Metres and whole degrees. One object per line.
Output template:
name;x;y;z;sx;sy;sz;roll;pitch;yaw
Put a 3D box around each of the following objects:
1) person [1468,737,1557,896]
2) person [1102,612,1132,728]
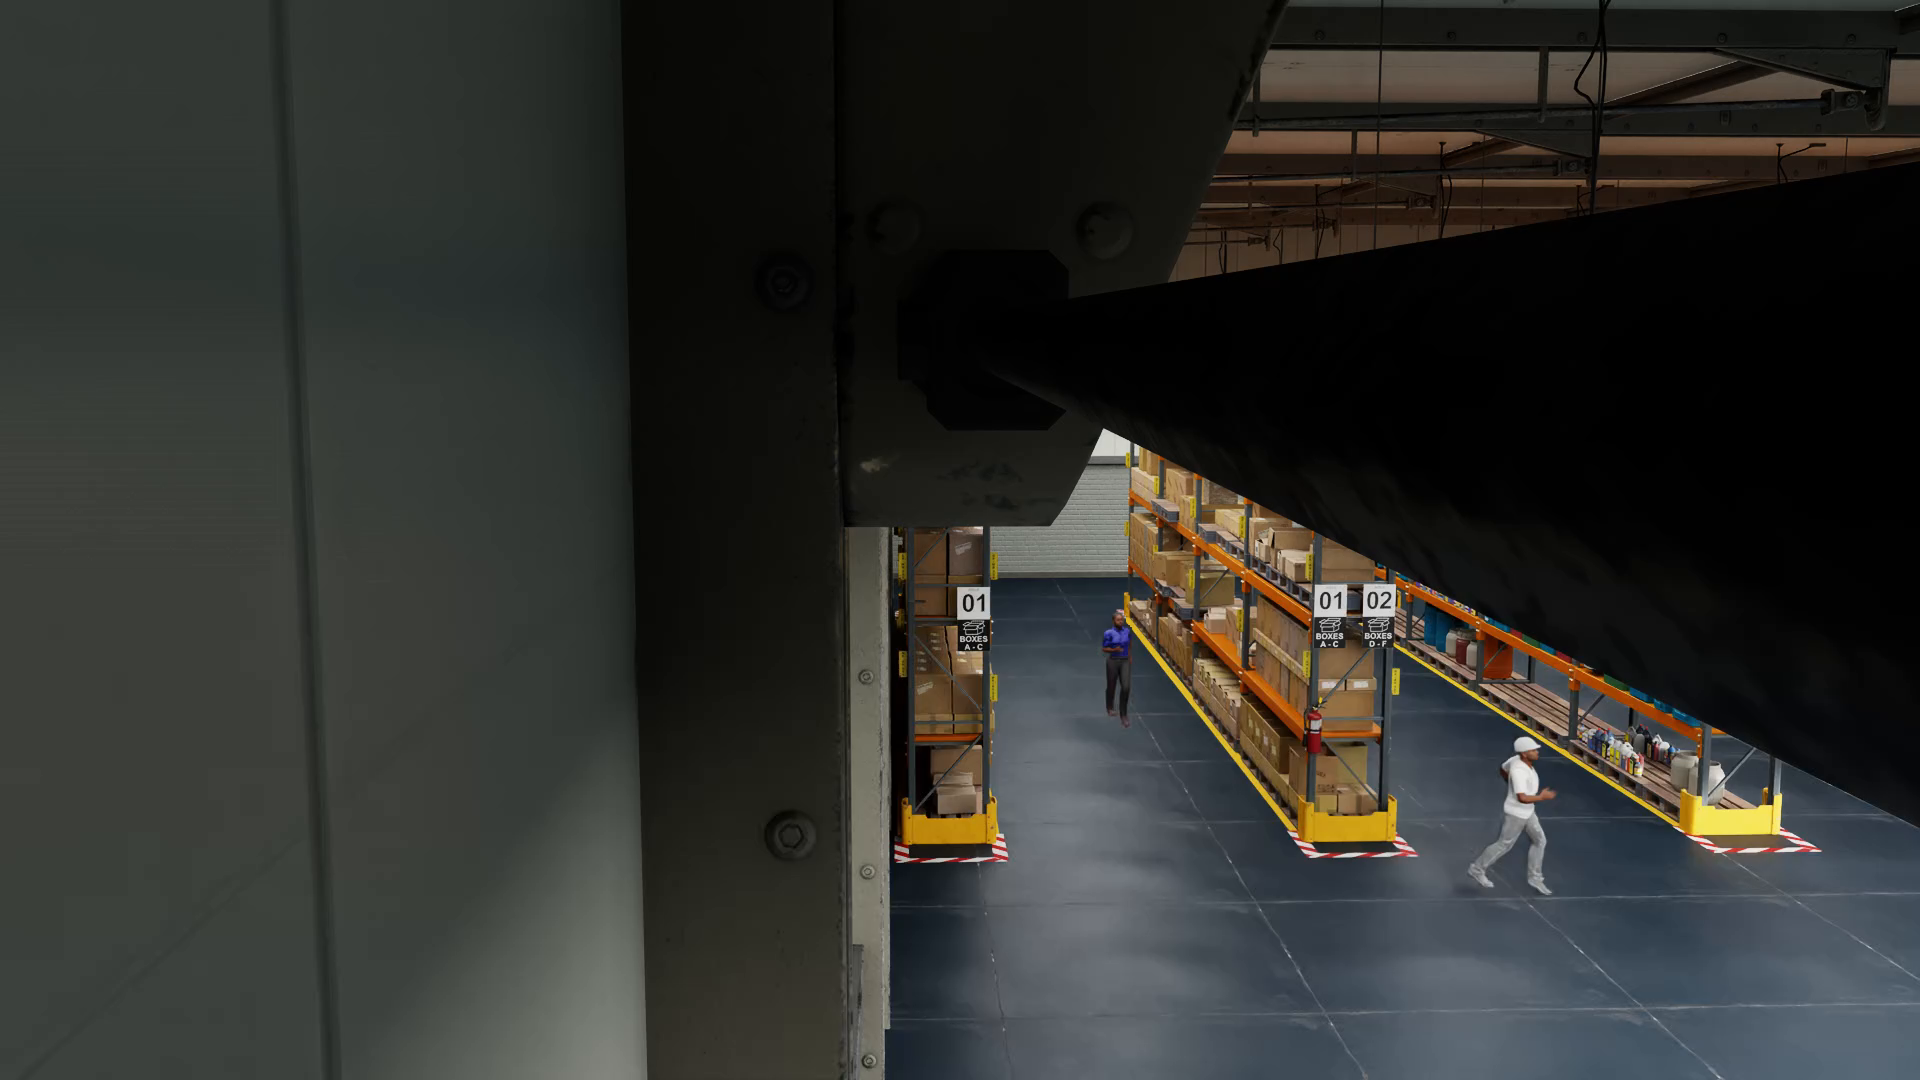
person;6.213;3.079;18.642;0.909;1.813;0.713;4;8;26
person;2.442;1.985;25.537;0.558;1.764;0.679;-2;7;-13
